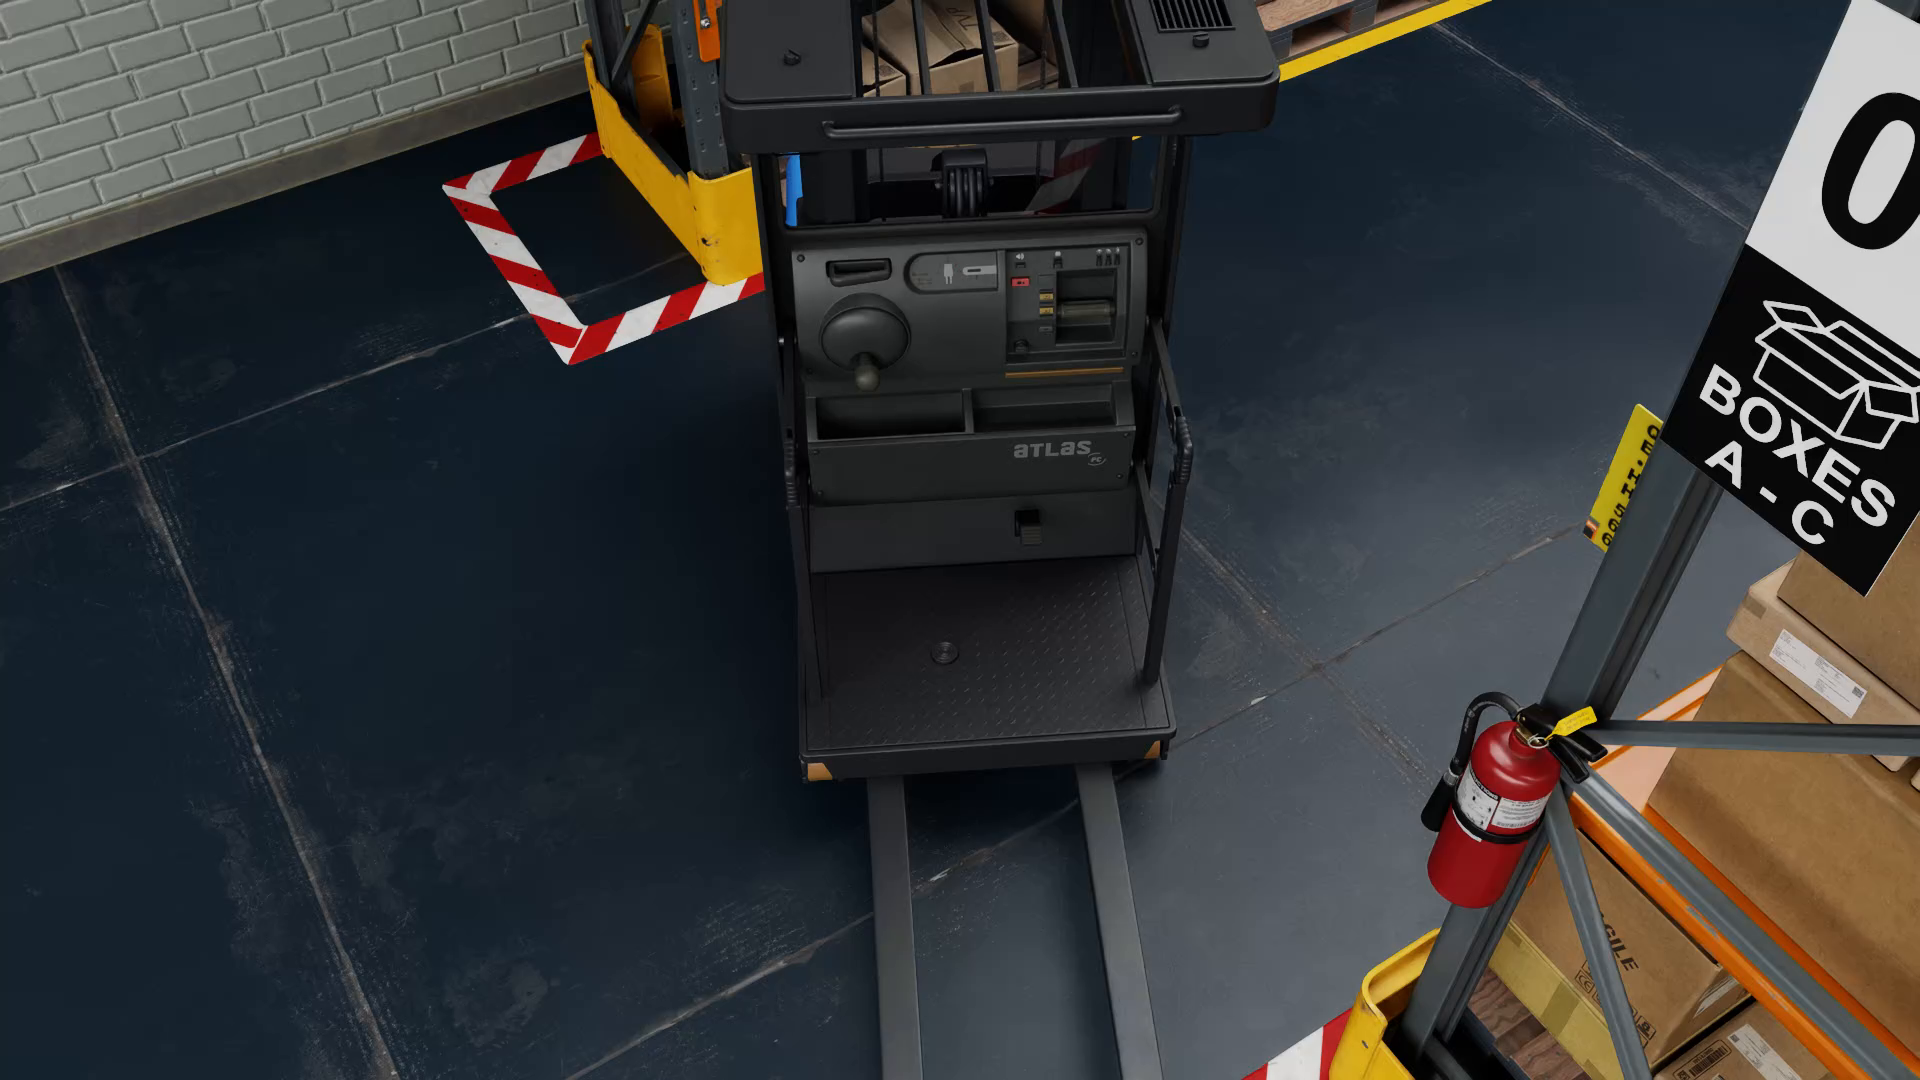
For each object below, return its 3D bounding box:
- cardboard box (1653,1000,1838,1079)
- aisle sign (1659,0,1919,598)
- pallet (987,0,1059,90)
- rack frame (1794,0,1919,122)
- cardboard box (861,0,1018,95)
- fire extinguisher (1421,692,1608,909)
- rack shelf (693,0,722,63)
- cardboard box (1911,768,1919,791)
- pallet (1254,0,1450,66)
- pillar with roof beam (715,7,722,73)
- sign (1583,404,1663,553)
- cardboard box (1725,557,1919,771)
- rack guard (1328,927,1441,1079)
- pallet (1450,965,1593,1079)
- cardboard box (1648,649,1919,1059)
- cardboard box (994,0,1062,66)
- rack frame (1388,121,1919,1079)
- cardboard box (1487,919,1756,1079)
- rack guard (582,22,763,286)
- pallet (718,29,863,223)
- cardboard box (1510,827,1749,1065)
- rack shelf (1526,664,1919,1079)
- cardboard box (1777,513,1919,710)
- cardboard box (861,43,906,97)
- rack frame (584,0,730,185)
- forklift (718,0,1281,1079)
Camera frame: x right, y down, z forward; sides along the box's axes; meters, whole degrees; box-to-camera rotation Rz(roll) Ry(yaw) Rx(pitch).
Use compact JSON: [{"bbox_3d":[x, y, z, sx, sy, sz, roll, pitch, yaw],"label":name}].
[{"bbox_3d":[2.015,1.424,4.034,0.500,0.250,0.500,-25,53,-21],"label":"cardboard box"},{"bbox_3d":[1.230,-0.302,2.269,0.004,0.787,0.394,-25,53,-21],"label":"aisle sign"},{"bbox_3d":[0.597,-2.293,7.650,1.213,0.211,1.003,-25,53,-21],"label":"pallet"},{"bbox_3d":[1.443,-1.273,0.858,0.127,3.000,1.000,-25,53,-21],"label":"rack frame"},{"bbox_3d":[-0.088,-2.103,7.120,0.500,0.311,0.500,-21,52,-18],"label":"cardboard box"},{"bbox_3d":[1.095,0.501,3.347,0.183,0.674,0.296,-25,53,-21],"label":"fire extinguisher"},{"bbox_3d":[0.488,-2.963,6.862,4.000,0.370,1.077,-25,53,-21],"label":"rack shelf"},{"bbox_3d":[1.889,0.453,2.837,0.250,0.149,0.380,-26,53,-21],"label":"cardboard box"},{"bbox_3d":[1.630,-2.782,8.086,1.213,0.211,1.003,-25,53,-21],"label":"pallet"},{"bbox_3d":[1.224,-2.507,1.957,0.400,9.000,9.100,-25,53,-21],"label":"pillar with roof beam"},{"bbox_3d":[1.165,-0.090,2.888,0.005,0.325,0.100,-25,53,-21],"label":"sign"},{"bbox_3d":[1.664,0.200,3.062,0.250,0.149,0.380,-26,53,-21],"label":"cardboard box"},{"bbox_3d":[1.422,1.563,4.023,0.348,0.500,1.175,-25,53,-21],"label":"rack guard"},{"bbox_3d":[2.067,1.318,4.435,1.213,0.211,1.003,-25,53,-21],"label":"pallet"},{"bbox_3d":[1.844,0.511,3.220,0.500,0.500,0.700,-25,53,-21],"label":"cardboard box"},{"bbox_3d":[0.559,-2.427,7.282,0.500,0.500,0.700,-28,54,-23],"label":"cardboard box"},{"bbox_3d":[1.443,0.722,3.098,0.127,3.000,1.000,-25,53,-21],"label":"rack frame"},{"bbox_3d":[1.739,1.096,4.325,0.500,0.250,0.500,-25,53,-21],"label":"cardboard box"},{"bbox_3d":[-1.139,-1.604,6.844,0.348,0.500,1.175,-25,53,-21],"label":"rack guard"},{"bbox_3d":[-0.433,-1.810,7.220,1.213,0.211,1.003,-25,53,-21],"label":"pallet"},{"bbox_3d":[1.737,0.846,4.046,0.500,0.500,0.500,-25,53,-21],"label":"cardboard box"},{"bbox_3d":[3.134,0.164,4.077,4.000,0.370,1.077,-25,53,-21],"label":"rack shelf"},{"bbox_3d":[1.889,0.058,2.754,0.500,0.500,0.700,-25,53,-21],"label":"cardboard box"},{"bbox_3d":[-0.571,-1.876,6.918,0.500,0.311,0.500,-31,55,-25],"label":"cardboard box"},{"bbox_3d":[-1.204,-2.405,5.883,0.127,3.000,1.000,-25,53,-21],"label":"rack frame"},{"bbox_3d":[0.049,-0.507,4.239,1.130,2.935,3.031,-3,48,-3],"label":"forklift"}]
